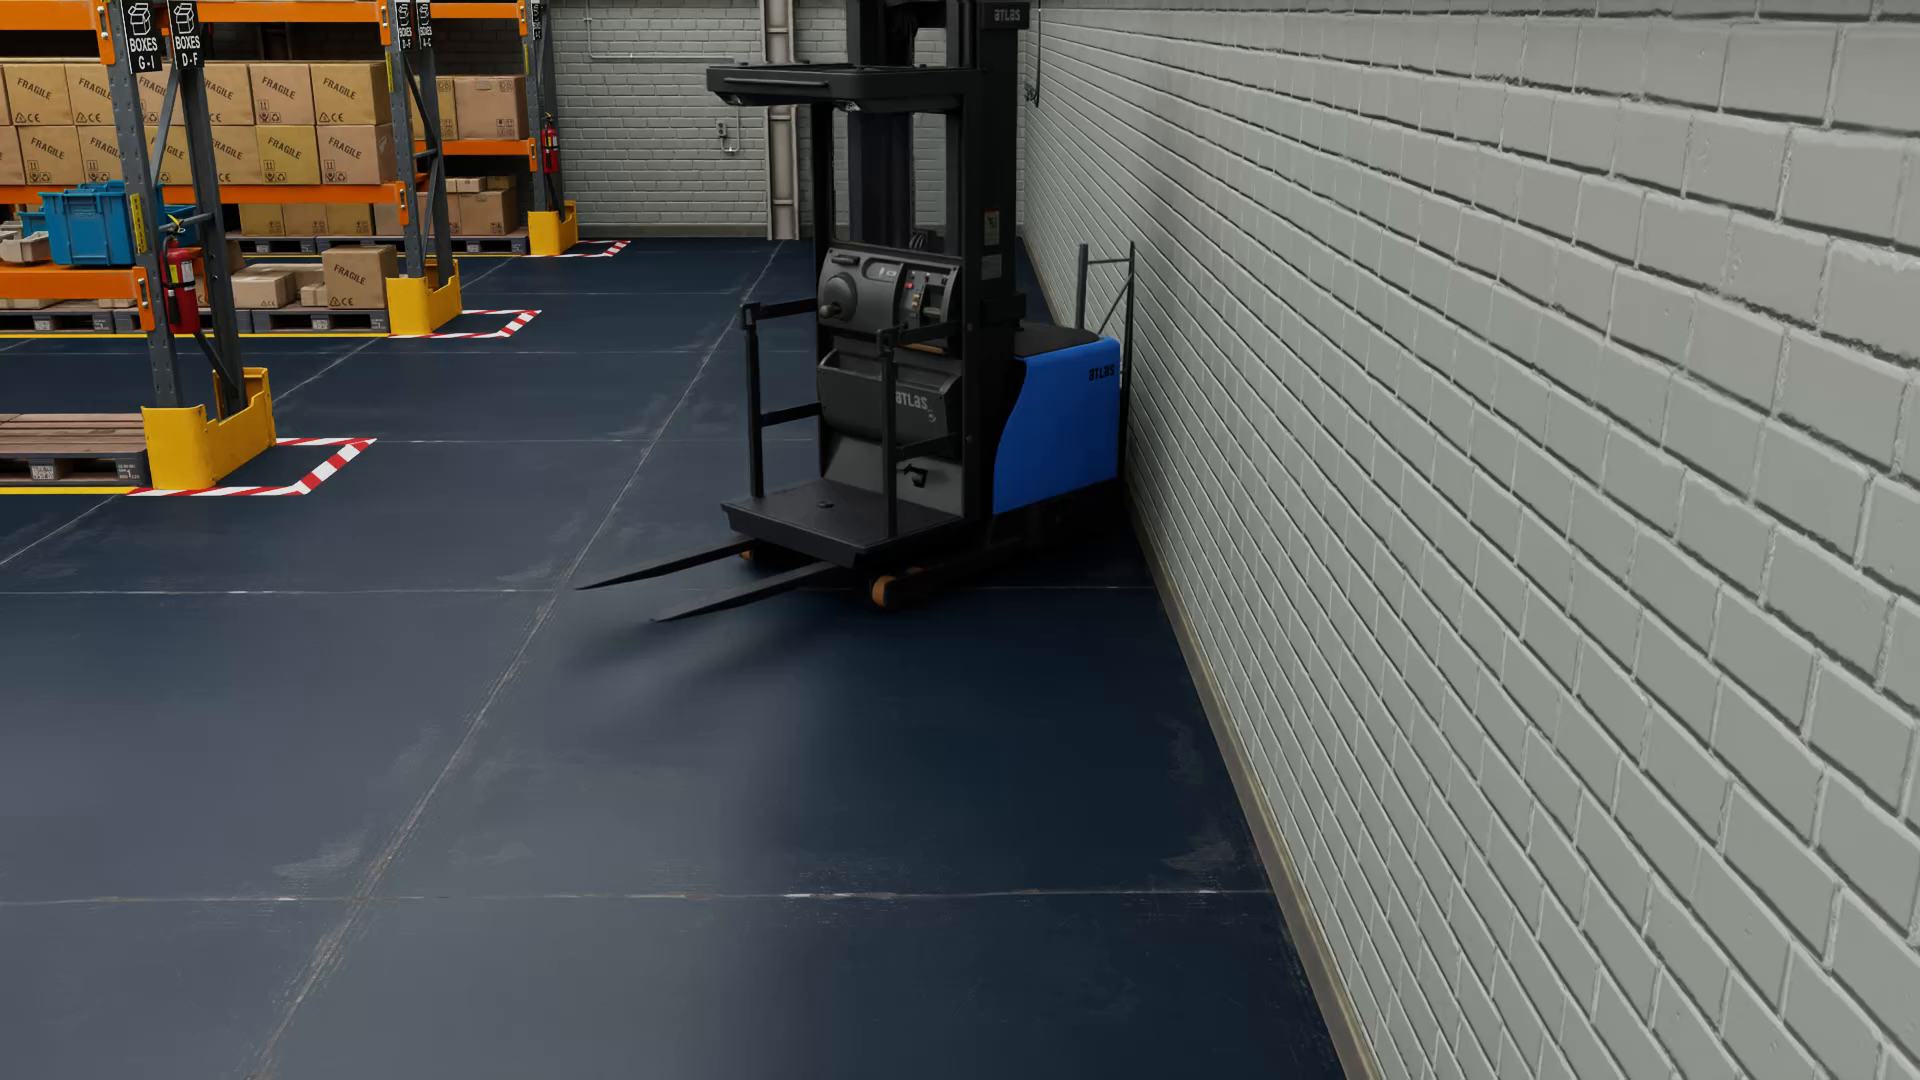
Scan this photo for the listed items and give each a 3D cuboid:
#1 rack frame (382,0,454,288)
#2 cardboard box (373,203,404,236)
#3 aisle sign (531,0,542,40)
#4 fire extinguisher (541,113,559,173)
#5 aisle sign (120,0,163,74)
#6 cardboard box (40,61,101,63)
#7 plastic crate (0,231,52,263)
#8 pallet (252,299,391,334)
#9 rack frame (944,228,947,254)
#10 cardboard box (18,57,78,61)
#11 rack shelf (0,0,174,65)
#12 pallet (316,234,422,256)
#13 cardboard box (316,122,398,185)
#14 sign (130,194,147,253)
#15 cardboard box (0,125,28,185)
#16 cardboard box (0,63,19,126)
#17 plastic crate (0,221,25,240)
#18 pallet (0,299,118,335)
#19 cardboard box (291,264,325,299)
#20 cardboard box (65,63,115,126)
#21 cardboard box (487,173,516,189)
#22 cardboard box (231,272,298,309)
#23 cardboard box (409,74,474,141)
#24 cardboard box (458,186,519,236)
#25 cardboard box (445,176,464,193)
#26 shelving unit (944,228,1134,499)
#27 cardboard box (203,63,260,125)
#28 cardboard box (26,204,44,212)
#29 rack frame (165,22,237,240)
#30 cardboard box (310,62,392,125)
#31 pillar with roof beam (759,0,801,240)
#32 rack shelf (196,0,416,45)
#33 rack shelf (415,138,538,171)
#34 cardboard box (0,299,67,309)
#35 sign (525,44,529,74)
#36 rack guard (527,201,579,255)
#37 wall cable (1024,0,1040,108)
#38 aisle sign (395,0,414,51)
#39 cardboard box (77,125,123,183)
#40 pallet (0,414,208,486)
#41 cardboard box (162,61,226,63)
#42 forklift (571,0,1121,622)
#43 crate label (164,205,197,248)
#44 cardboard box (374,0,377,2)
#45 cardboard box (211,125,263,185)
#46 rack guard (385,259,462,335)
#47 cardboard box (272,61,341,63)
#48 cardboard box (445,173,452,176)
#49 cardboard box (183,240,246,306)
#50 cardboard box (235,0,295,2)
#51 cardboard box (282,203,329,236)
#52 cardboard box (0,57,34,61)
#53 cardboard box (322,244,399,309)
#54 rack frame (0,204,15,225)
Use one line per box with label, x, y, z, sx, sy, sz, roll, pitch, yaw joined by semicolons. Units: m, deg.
rack frame;-4.800;-3.415;14.782;0.127;3.000;1.000;0;18;-1
cardboard box;-6.583;-3.898;19.694;0.500;0.500;0.700;-1;18;-3
aisle sign;-4.805;-6.074;18.816;0.004;0.787;0.394;0;18;-1
fire extinguisher;-4.723;-4.573;19.130;0.183;0.674;0.296;0;18;-1
aisle sign;-4.648;-3.051;9.391;0.004;0.787;0.394;0;18;-1
cardboard box;-7.785;-4.004;14.818;0.500;0.500;0.500;-1;18;-2
plastic crate;-5.538;-1.746;9.912;0.243;0.136;0.396;0;18;-1
pallet;-5.673;-2.082;15.194;1.213;0.211;1.003;0;18;-1
rack frame;0.067;-1.144;10.127;0.032;1.500;0.500;16;20;41
cardboard box;-10.365;-5.382;19.003;0.500;0.250;0.500;0;18;0
rack shelf;-6.725;-2.978;9.687;4.000;0.370;1.077;0;18;-1
pallet;-6.897;-3.567;19.822;1.213;0.211;1.003;0;18;-1
cardboard box;-5.243;-3.377;14.501;0.500;0.500;0.500;0;18;1
sign;-4.700;-1.812;9.517;0.005;0.325;0.100;0;18;-1
cardboard box;-8.285;-3.362;14.455;0.500;0.500;0.500;0;18;1
cardboard box;-8.323;-3.836;14.293;0.500;0.500;0.500;0;18;1
plastic crate;-5.977;-1.925;10.470;0.298;0.136;0.250;0;18;-1
pallet;-8.112;-2.071;15.157;1.213;0.211;1.003;0;18;-1
cardboard box;-5.848;-2.397;15.389;0.500;0.250;0.500;0;18;-1
cardboard box;-7.294;-3.840;14.308;0.500;0.500;0.500;-1;18;-2
cardboard box;-5.458;-4.274;19.803;0.250;0.149;0.380;0;18;0
cardboard box;-6.290;-2.242;14.906;0.500;0.250;0.500;0;18;-1
cardboard box;-6.119;-5.058;19.413;0.700;0.700;0.980;0;18;-1
cardboard box;-5.580;-3.903;19.710;0.500;0.500;0.700;0;18;-1
cardboard box;-5.961;-4.155;19.431;0.250;0.149;0.380;0;18;1
shelving unit;0.437;-1.040;9.794;1.048;1.500;0.538;16;20;41
cardboard box;-6.264;-3.846;14.325;0.500;0.500;0.500;0;18;1
cardboard box;-10.418;-4.037;19.552;0.750;0.750;0.750;0;18;1
rack frame;-8.881;-4.908;19.438;0.127;3.000;1.000;0;18;-1
cardboard box;-5.240;-3.852;14.345;0.500;0.500;0.500;0;18;-1
pillar with roof beam;-2.127;-6.747;15.347;0.400;9.000;9.100;0;18;-1
rack shelf;-6.799;-4.491;14.403;4.000;0.370;1.077;0;18;-1
rack shelf;-6.881;-4.575;19.578;4.000;0.370;1.077;0;18;-1
cardboard box;-8.376;-2.261;14.865;0.500;0.311;0.500;0;18;-1
sign;-4.887;-5.426;18.768;0.005;0.325;0.100;0;18;-1
rack guard;-4.857;-3.738;19.880;0.348;0.500;1.175;0;18;-1
wall cable;0.779;-6.224;18.801;0.112;2.526;3.097;0;18;-1
aisle sign;-4.726;-4.559;14.094;0.004;0.787;0.394;0;18;-1
cardboard box;-7.273;-3.367;14.471;0.500;0.500;0.500;0;18;-1
pallet;-5.550;-0.582;10.516;1.213;0.211;1.003;0;18;-1
cardboard box;-6.778;-4.008;14.832;0.500;0.500;0.500;0;18;-1
forklift;-0.505;-1.235;8.098;1.130;2.935;3.031;16;24;41
crate label;-4.977;-1.950;10.392;0.303;0.233;0.416;0;18;-1
cardboard box;-5.317;-4.847;14.581;0.500;0.250;0.500;0;18;-1
cardboard box;-6.261;-3.373;14.487;0.500;0.500;0.500;0;18;0
rack guard;-4.876;-2.224;15.162;0.348;0.500;1.175;0;18;-1
cardboard box;-5.770;-4.012;14.843;0.500;0.500;0.500;0;18;0
cardboard box;-6.215;-4.270;19.791;0.250;0.149;0.380;0;18;0
cardboard box;-6.921;-2.427;15.069;0.637;0.503;0.797;0;18;-1
cardboard box;-5.809;-4.690;14.091;0.500;0.250;0.500;0;18;-1
cardboard box;-7.629;-3.892;19.674;0.500;0.500;0.700;0;18;-1
cardboard box;-10.875;-5.379;18.995;0.500;0.250;0.500;-1;18;-2
cardboard box;-5.339;-2.356;14.854;0.500;0.500;0.500;0;18;-1
rack frame;-8.799;-3.395;14.722;0.127;3.000;1.000;0;18;-1
